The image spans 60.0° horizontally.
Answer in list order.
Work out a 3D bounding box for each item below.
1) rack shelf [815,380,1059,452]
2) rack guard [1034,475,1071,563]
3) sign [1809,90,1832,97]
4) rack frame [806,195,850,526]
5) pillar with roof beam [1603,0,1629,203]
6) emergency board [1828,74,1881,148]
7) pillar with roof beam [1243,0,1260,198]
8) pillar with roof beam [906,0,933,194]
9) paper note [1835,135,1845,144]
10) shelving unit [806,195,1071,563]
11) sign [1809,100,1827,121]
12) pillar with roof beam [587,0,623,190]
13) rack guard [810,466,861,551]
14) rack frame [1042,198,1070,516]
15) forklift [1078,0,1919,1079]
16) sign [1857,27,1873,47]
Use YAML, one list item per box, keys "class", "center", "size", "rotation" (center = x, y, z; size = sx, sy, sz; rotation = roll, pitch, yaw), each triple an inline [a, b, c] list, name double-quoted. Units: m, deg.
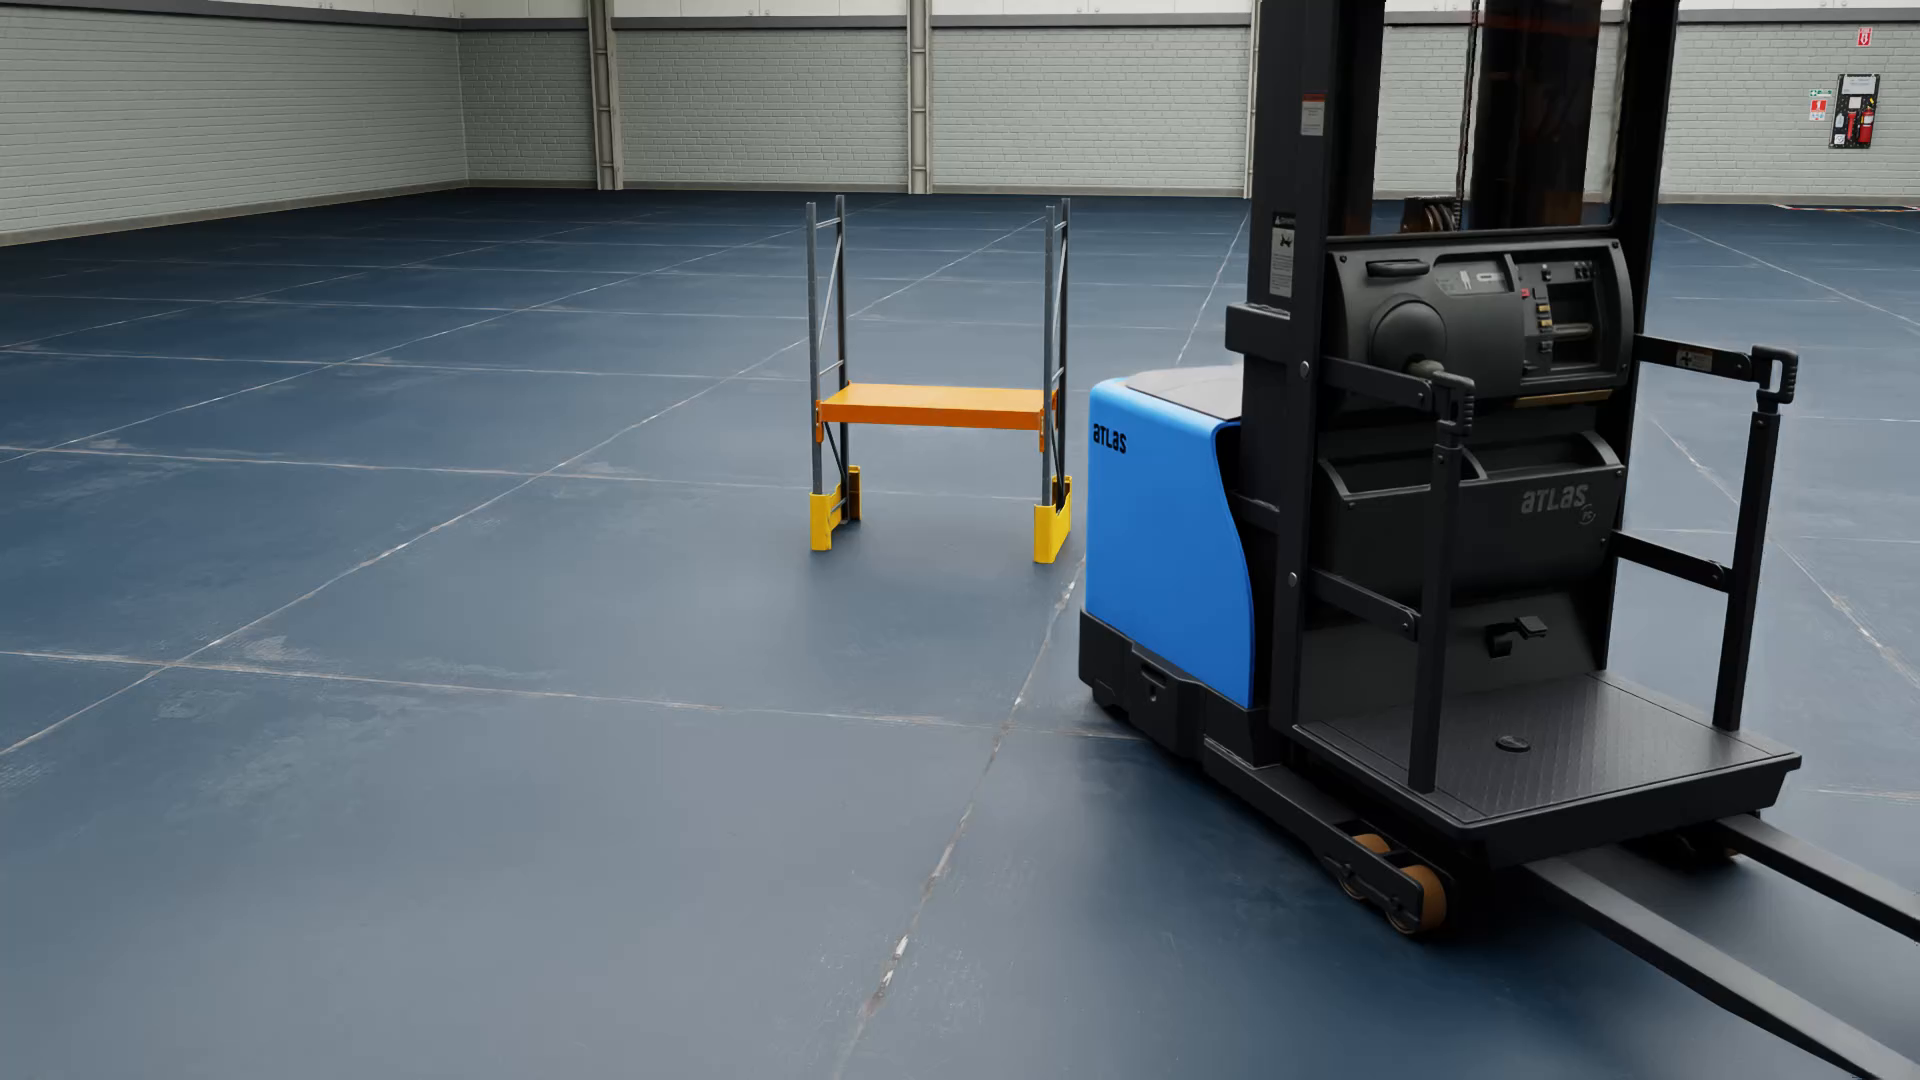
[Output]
- class: "rack shelf"
  center: [-0.084, -0.554, 7.356]
  size: [1.000, 0.185, 0.538]
  rotation: [3, 16, 11]
- class: "rack guard"
  center: [0.413, -0.098, 7.378]
  size: [0.087, 0.250, 0.587]
  rotation: [3, 16, 11]
- class: "sign"
  center: [13.990, -7.260, 27.024]
  size: [0.331, 0.109, 0.001]
  rotation: [3, 16, 11]
- class: "rack frame"
  center: [-0.582, -0.754, 7.406]
  size: [0.032, 1.500, 0.500]
  rotation: [3, 16, 11]
- class: "pillar with roof beam"
  center: [10.185, -8.877, 22.680]
  size: [0.400, 9.000, 9.100]
  rotation: [3, 16, 11]
- class: "emergency board"
  center: [14.508, -6.934, 26.905]
  size: [0.643, 1.169, 0.194]
  rotation: [3, 16, 11]
- class: "pillar with roof beam"
  center: [4.305, -9.196, 23.832]
  size: [0.400, 9.000, 9.100]
  rotation: [3, 16, 11]
- class: "pillar with roof beam"
  center: [-1.575, -9.515, 24.985]
  size: [0.400, 9.000, 9.100]
  rotation: [3, 16, 11]
- class: "paper note"
  center: [14.349, -6.537, 27.122]
  size: [0.142, 0.148, 0.016]
  rotation: [3, 16, 11]
- class: "shelving unit"
  center: [-0.075, -0.727, 7.306]
  size: [1.083, 1.500, 0.587]
  rotation: [3, 16, 11]
- class: "sign"
  center: [13.987, -7.008, 27.104]
  size: [0.234, 0.329, 0.001]
  rotation: [3, 16, 11]
- class: "pillar with roof beam"
  center: [-7.454, -9.834, 26.137]
  size: [0.400, 9.000, 9.100]
  rotation: [3, 16, 11]
- class: "rack guard"
  center: [-0.563, -0.151, 7.569]
  size: [0.087, 0.250, 0.587]
  rotation: [3, 16, 11]
- class: "rack frame"
  center: [0.415, -0.700, 7.211]
  size: [0.032, 1.500, 0.500]
  rotation: [3, 16, 11]
- class: "forklift"
  center: [1.450, -0.585, 4.113]
  size: [1.130, 2.935, 3.031]
  rotation: [-7, 17, -23]
- class: "sign"
  center: [14.520, -8.078, 26.691]
  size: [0.199, 0.298, 0.001]
  rotation: [3, 16, 11]
